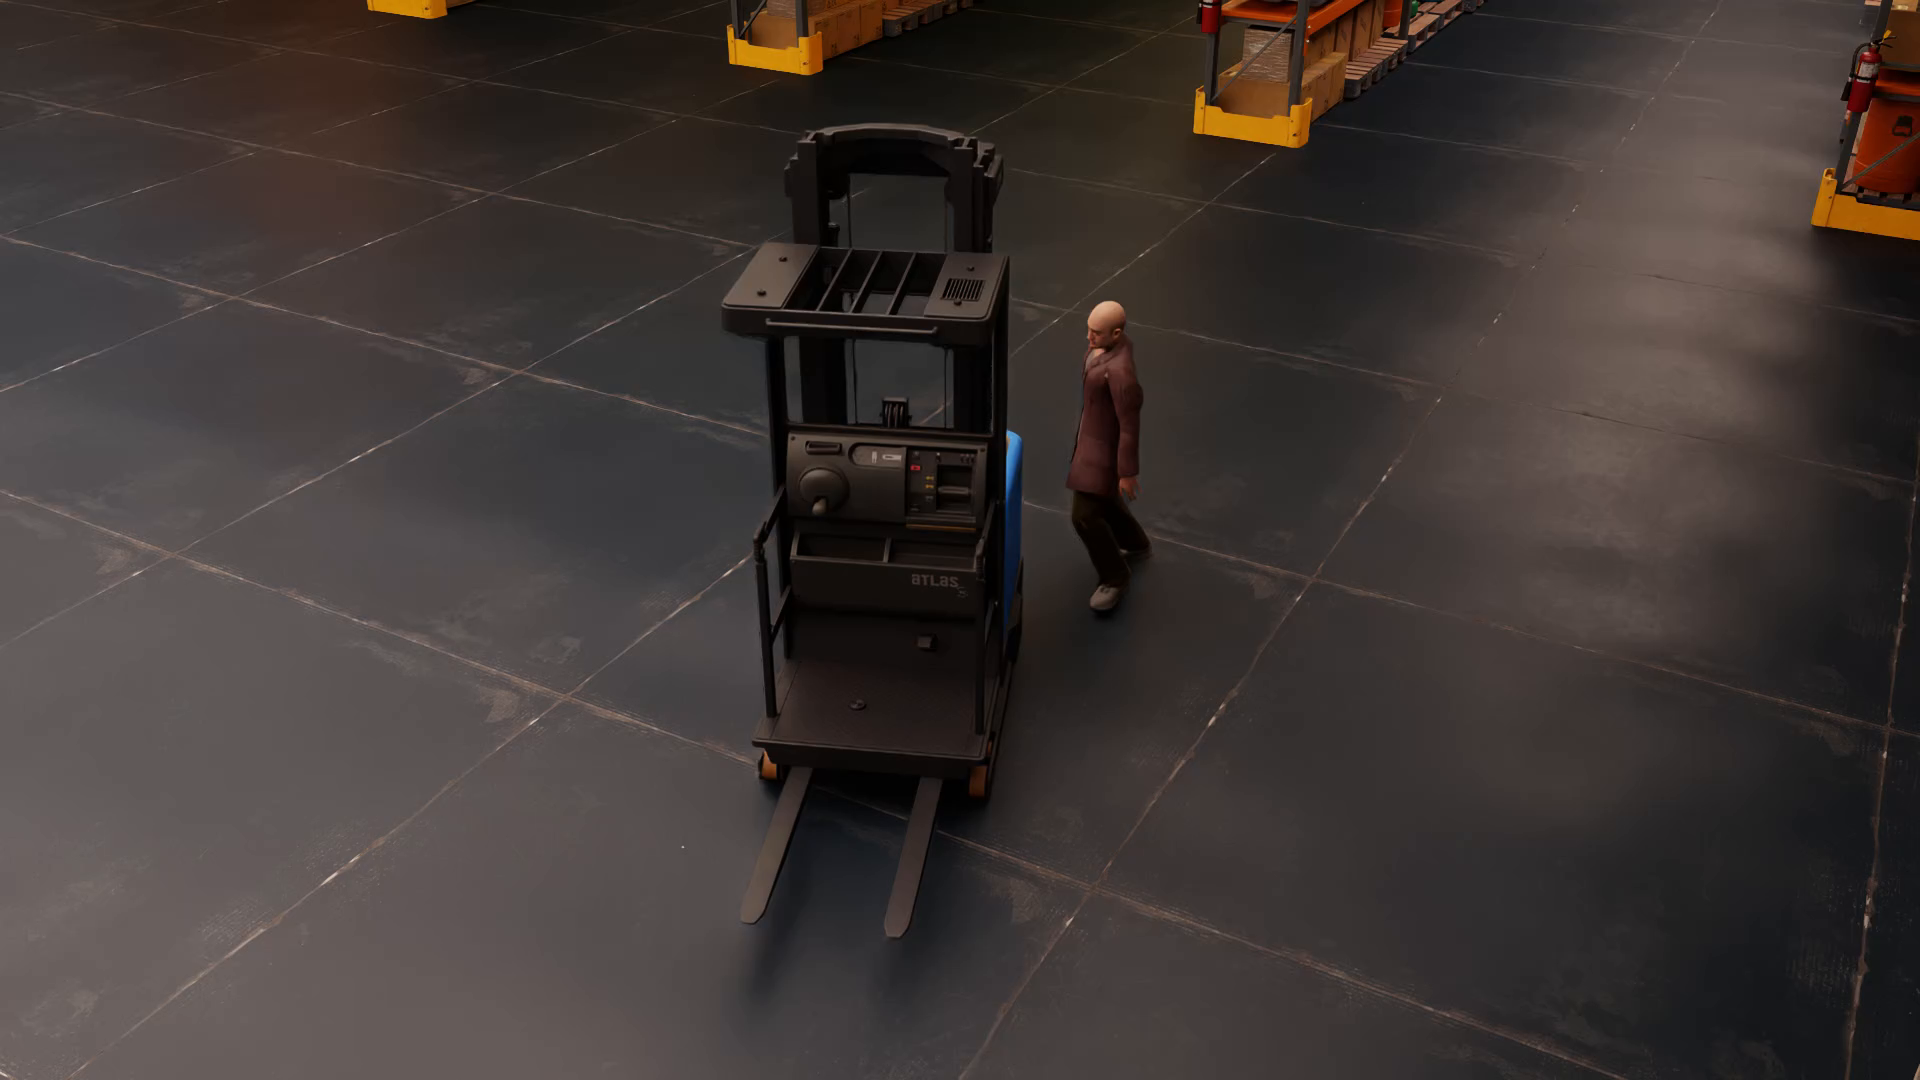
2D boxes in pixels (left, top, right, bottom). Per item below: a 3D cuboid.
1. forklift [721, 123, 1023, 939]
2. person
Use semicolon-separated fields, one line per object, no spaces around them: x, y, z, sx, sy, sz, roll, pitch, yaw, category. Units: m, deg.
-0.365;-0.232;7.473;1.130;2.935;3.031;4;30;7;forklift
0.841;-0.536;9.204;0.526;1.750;0.934;1;30;1;person
